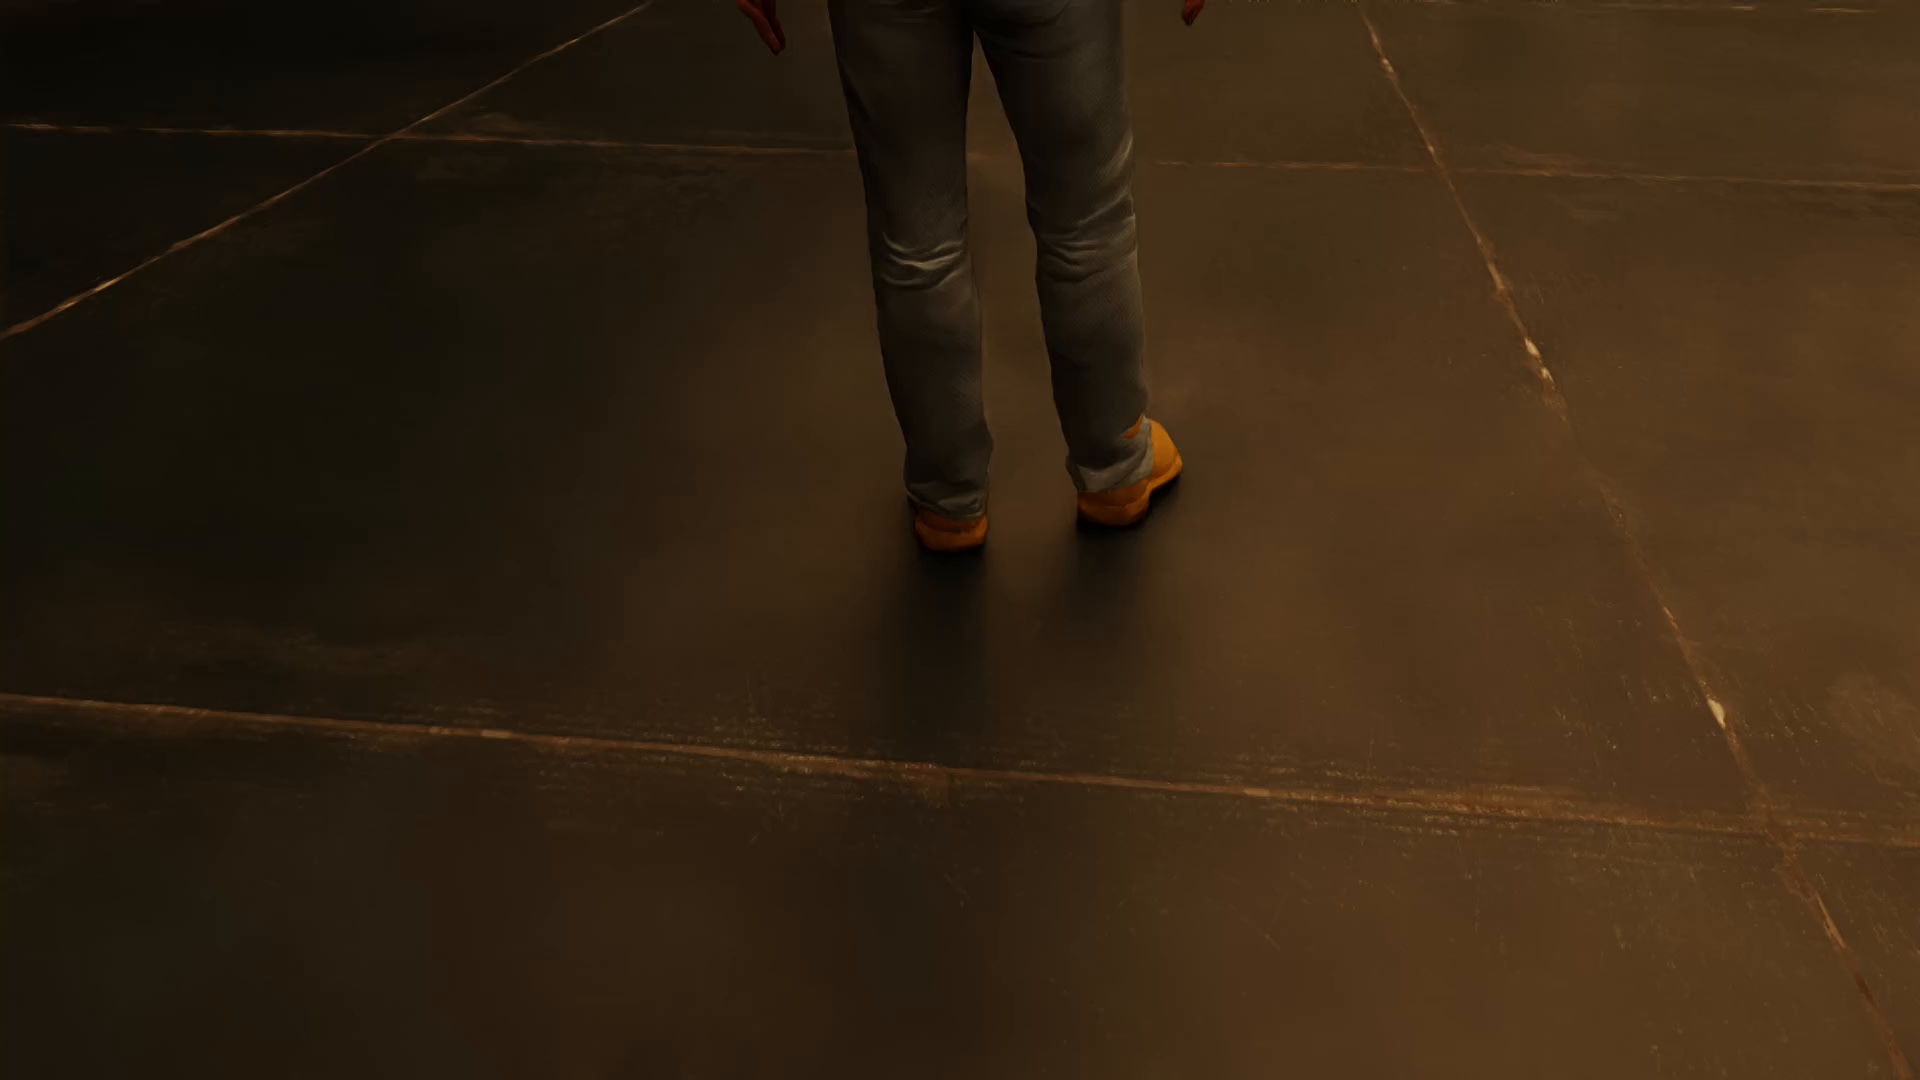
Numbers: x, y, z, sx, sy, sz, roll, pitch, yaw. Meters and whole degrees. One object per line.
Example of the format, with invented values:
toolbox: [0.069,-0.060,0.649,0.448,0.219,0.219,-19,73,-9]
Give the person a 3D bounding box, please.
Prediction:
person: [0.014,-0.827,2.164,0.665,1.766,0.576,3,27,7]
